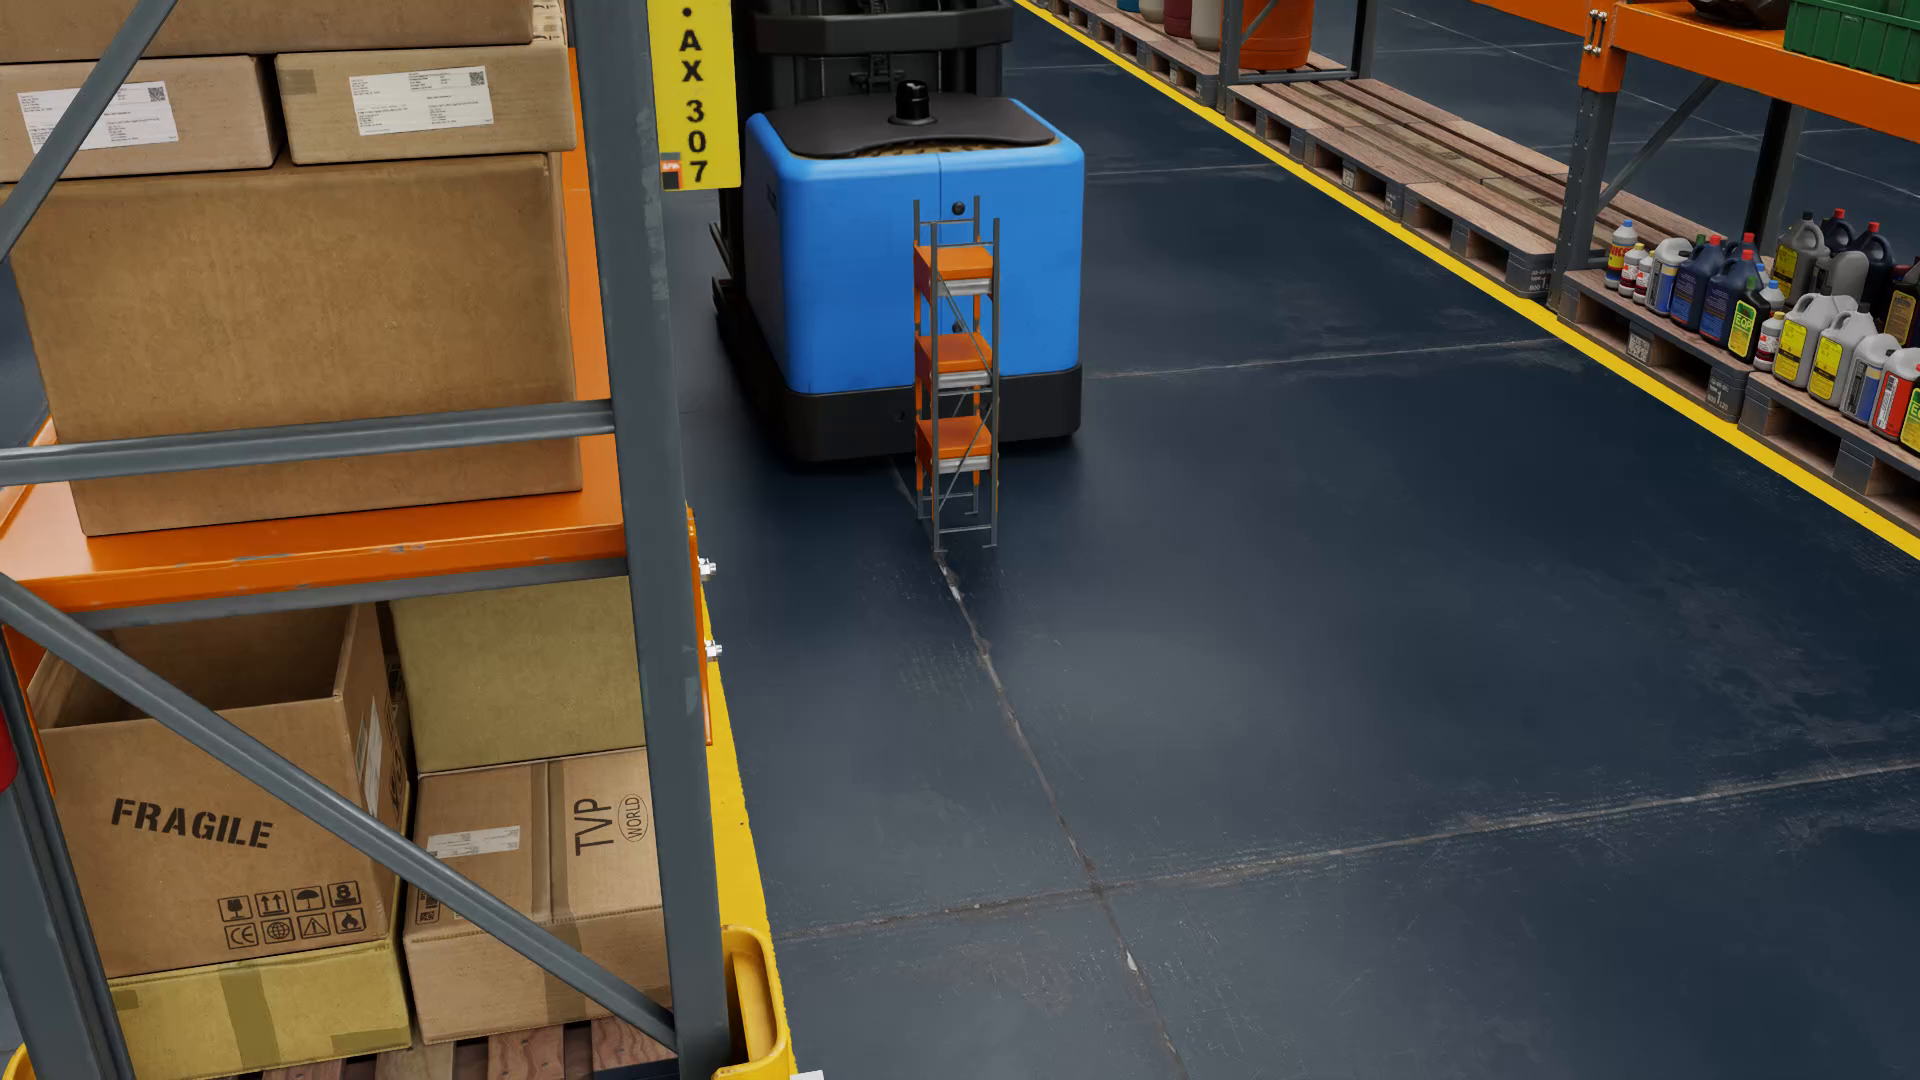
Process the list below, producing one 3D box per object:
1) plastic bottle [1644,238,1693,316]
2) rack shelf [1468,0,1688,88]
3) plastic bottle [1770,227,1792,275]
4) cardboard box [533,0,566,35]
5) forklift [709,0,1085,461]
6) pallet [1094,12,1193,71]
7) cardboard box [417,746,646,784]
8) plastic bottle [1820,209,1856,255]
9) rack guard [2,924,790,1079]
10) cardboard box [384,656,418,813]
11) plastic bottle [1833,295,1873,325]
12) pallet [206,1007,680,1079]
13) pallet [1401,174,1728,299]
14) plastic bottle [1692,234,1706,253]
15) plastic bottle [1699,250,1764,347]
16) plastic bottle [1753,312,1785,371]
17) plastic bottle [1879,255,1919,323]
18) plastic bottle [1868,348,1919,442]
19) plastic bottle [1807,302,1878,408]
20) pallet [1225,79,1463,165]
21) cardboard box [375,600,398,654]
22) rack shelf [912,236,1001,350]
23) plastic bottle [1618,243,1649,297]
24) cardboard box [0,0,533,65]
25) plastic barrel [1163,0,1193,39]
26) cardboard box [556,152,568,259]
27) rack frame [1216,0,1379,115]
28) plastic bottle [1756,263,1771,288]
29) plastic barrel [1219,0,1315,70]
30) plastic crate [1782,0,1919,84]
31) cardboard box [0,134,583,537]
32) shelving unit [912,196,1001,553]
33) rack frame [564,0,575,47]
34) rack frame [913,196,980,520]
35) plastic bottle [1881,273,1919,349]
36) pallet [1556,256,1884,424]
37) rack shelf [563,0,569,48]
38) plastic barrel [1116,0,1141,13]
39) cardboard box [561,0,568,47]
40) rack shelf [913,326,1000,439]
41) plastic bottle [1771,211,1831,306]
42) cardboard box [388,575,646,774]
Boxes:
[{"bbox_3d":[2.798,-1.032,6.501,0.152,0.276,0.135,-5,27,-10],"label":"plastic bottle"},{"bbox_3d":[2.603,-2.932,8.529,1.077,0.370,4.000,-6,27,-12],"label":"rack shelf"},{"bbox_3d":[3.439,-1.195,6.906,0.097,0.201,0.097,0,27,0],"label":"plastic bottle"},{"bbox_3d":[-0.812,-0.762,2.600,0.380,0.149,0.250,-7,28,-13],"label":"cardboard box"},{"bbox_3d":[-0.440,-2.218,6.392,1.130,2.935,3.031,-7,28,-13],"label":"forklift"},{"bbox_3d":[1.663,-3.763,12.471,1.003,0.211,1.213,-6,27,-12],"label":"pallet"},{"bbox_3d":[-0.892,0.445,3.625,0.500,0.250,0.500,-6,27,-12],"label":"cardboard box"},{"bbox_3d":[3.480,-1.136,6.623,0.144,0.351,0.185,-7,28,-13],"label":"plastic bottle"},{"bbox_3d":[-0.866,1.009,2.697,1.175,0.500,0.348,-6,27,-12],"label":"rack guard"},{"bbox_3d":[-1.404,0.498,3.519,0.500,0.250,0.500,-6,27,-12],"label":"cardboard box"},{"bbox_3d":[3.109,-0.716,5.874,0.152,0.276,0.135,-6,27,-12],"label":"plastic bottle"},{"bbox_3d":[-1.084,0.795,3.440,1.003,0.211,1.213,-6,27,-12],"label":"pallet"},{"bbox_3d":[2.839,-1.471,7.931,1.003,0.211,1.213,-6,27,-12],"label":"pallet"},{"bbox_3d":[2.902,-1.047,6.521,0.061,0.283,0.133,-6,27,-12],"label":"plastic bottle"},{"bbox_3d":[2.874,-0.910,6.175,0.144,0.351,0.185,-7,28,-14],"label":"plastic bottle"},{"bbox_3d":[2.915,-0.716,5.958,0.097,0.201,0.097,0,27,0],"label":"plastic bottle"},{"bbox_3d":[3.601,-0.954,6.338,0.061,0.283,0.133,-4,27,-8],"label":"plastic bottle"},{"bbox_3d":[3.084,-0.475,5.396,0.152,0.276,0.135,-6,27,-11],"label":"plastic bottle"},{"bbox_3d":[3.012,-0.641,5.644,0.144,0.351,0.185,-5,27,-9],"label":"plastic bottle"},{"bbox_3d":[2.289,-2.542,10.053,1.003,0.211,1.213,-6,27,-12],"label":"pallet"},{"bbox_3d":[-1.522,-0.055,3.784,0.500,0.500,0.500,-6,27,-12],"label":"cardboard box"},{"bbox_3d":[-0.012,-0.736,4.937,0.215,0.259,0.240,-6,27,-12],"label":"rack shelf"},{"bbox_3d":[2.722,-1.093,6.705,0.097,0.201,0.097,0,27,0],"label":"plastic bottle"},{"bbox_3d":[-0.976,-0.971,2.294,0.700,0.500,0.500,-6,27,-11],"label":"cardboard box"},{"bbox_3d":[1.771,-3.951,11.959,0.600,0.588,0.708,-6,27,-12],"label":"plastic barrel"},{"bbox_3d":[-1.193,-0.817,3.430,0.700,0.500,0.500,-6,27,-11],"label":"cardboard box"},{"bbox_3d":[2.153,-4.131,10.106,1.000,3.000,0.127,-6,27,-12],"label":"rack frame"},{"bbox_3d":[2.982,-0.906,6.255,0.097,0.271,0.097,0,27,0],"label":"plastic bottle"},{"bbox_3d":[2.026,-3.563,10.922,0.600,0.830,0.708,-6,27,-12],"label":"plastic barrel"},{"bbox_3d":[3.085,-1.656,5.437,0.450,0.188,0.662,-6,27,-12],"label":"plastic crate"},{"bbox_3d":[-0.964,-0.369,2.541,0.700,0.500,0.500,-6,27,-12],"label":"cardboard box"},{"bbox_3d":[-0.012,-0.492,5.060,0.215,1.050,0.252,-6,27,-12],"label":"shelving unit"},{"bbox_3d":[-1.773,-1.874,5.634,1.000,3.000,0.127,-6,27,-12],"label":"rack frame"},{"bbox_3d":[-0.040,-0.546,5.166,0.200,1.050,0.008,-6,27,-12],"label":"rack frame"},{"bbox_3d":[3.502,-0.858,6.147,0.061,0.283,0.133,-6,27,-12],"label":"plastic bottle"},{"bbox_3d":[3.165,-0.831,6.663,1.003,0.211,1.213,-6,27,-12],"label":"pallet"},{"bbox_3d":[-2.223,-2.431,7.535,1.077,0.370,4.000,-6,27,-12],"label":"rack shelf"},{"bbox_3d":[1.517,-4.587,12.871,0.600,0.901,0.708,-6,27,-12],"label":"plastic barrel"},{"bbox_3d":[-0.922,-0.983,3.037,0.380,0.149,0.250,-6,27,-12],"label":"cardboard box"},{"bbox_3d":[-0.012,-0.483,5.065,0.215,0.259,0.240,-6,27,-12],"label":"rack shelf"},{"bbox_3d":[3.340,-1.121,6.594,0.144,0.351,0.185,-6,27,-12],"label":"plastic bottle"},{"bbox_3d":[-0.890,0.110,3.456,0.500,0.500,0.500,-6,27,-12],"label":"cardboard box"}]
